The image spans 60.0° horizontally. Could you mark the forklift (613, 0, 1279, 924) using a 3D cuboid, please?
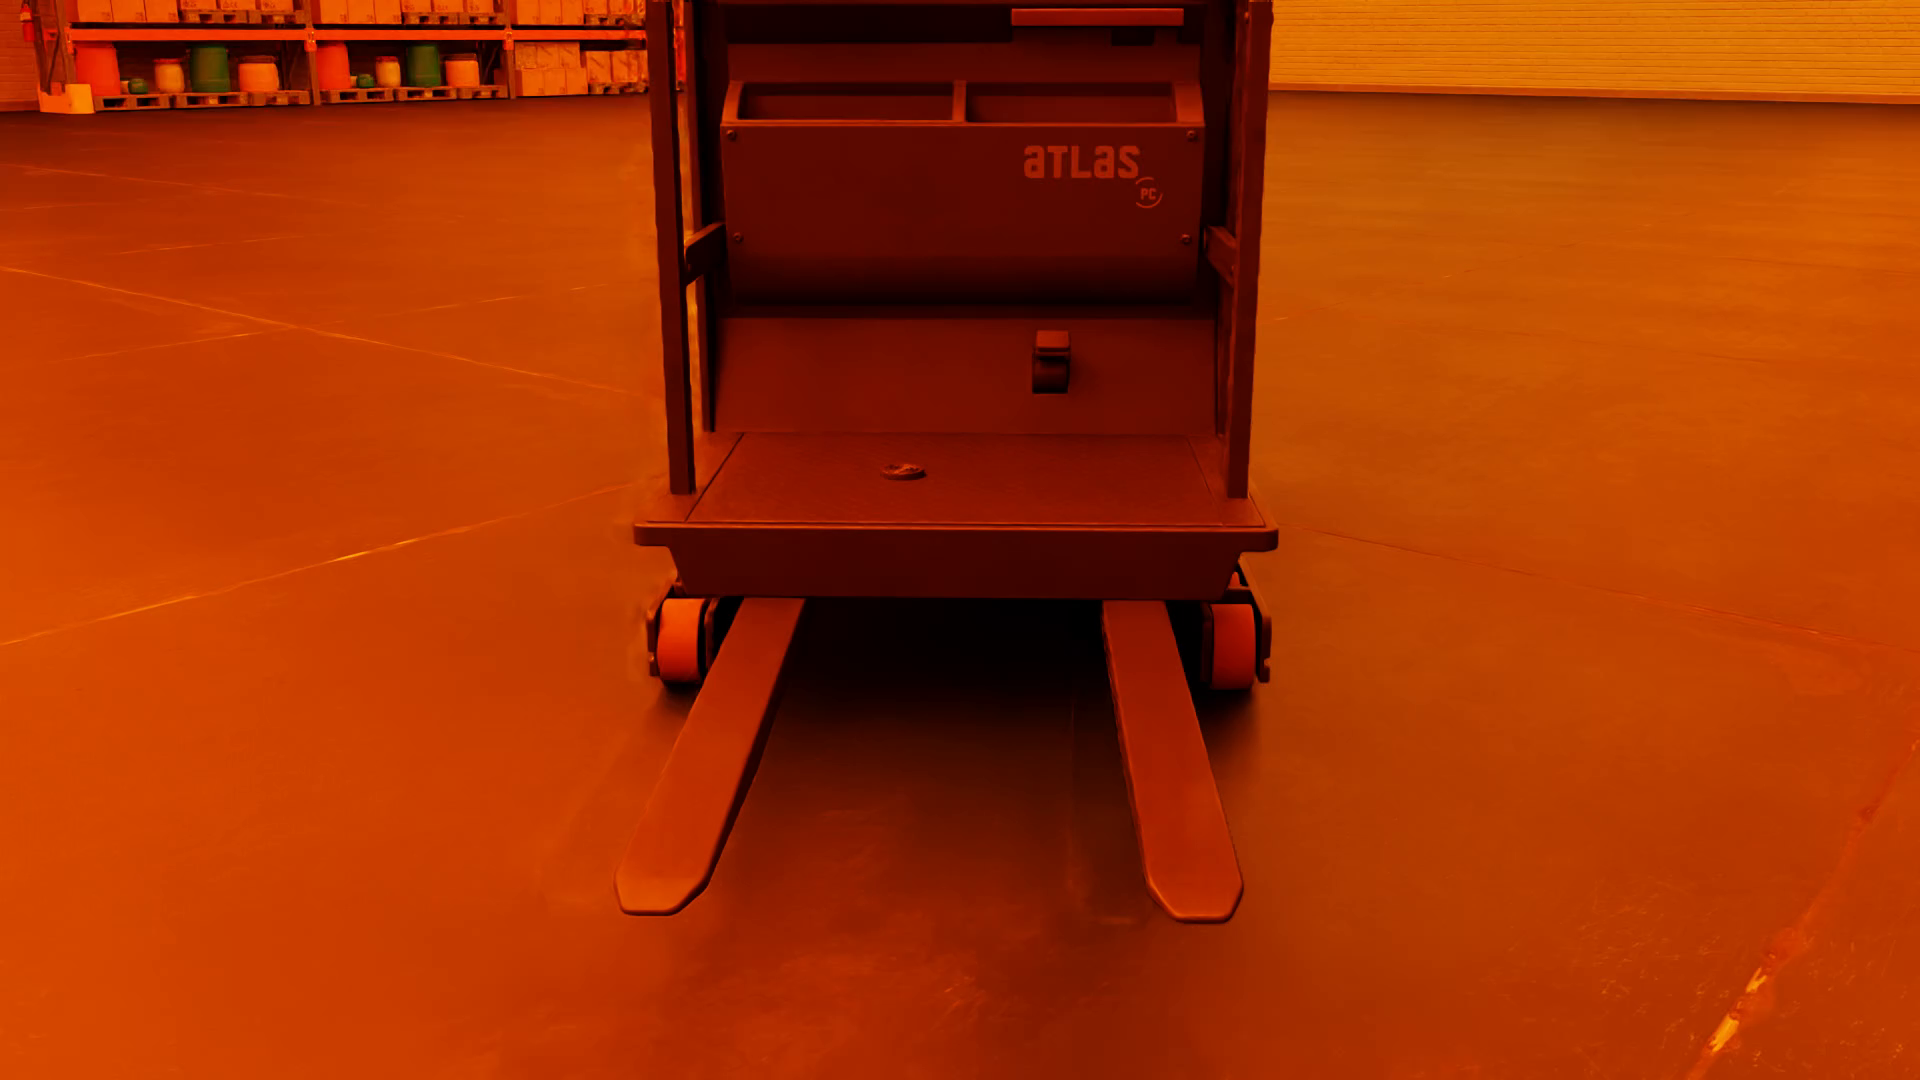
[{"bbox_3d":[0.002,-1.218,2.909,1.130,2.935,3.031,0,17,2],"label":"forklift"}]
